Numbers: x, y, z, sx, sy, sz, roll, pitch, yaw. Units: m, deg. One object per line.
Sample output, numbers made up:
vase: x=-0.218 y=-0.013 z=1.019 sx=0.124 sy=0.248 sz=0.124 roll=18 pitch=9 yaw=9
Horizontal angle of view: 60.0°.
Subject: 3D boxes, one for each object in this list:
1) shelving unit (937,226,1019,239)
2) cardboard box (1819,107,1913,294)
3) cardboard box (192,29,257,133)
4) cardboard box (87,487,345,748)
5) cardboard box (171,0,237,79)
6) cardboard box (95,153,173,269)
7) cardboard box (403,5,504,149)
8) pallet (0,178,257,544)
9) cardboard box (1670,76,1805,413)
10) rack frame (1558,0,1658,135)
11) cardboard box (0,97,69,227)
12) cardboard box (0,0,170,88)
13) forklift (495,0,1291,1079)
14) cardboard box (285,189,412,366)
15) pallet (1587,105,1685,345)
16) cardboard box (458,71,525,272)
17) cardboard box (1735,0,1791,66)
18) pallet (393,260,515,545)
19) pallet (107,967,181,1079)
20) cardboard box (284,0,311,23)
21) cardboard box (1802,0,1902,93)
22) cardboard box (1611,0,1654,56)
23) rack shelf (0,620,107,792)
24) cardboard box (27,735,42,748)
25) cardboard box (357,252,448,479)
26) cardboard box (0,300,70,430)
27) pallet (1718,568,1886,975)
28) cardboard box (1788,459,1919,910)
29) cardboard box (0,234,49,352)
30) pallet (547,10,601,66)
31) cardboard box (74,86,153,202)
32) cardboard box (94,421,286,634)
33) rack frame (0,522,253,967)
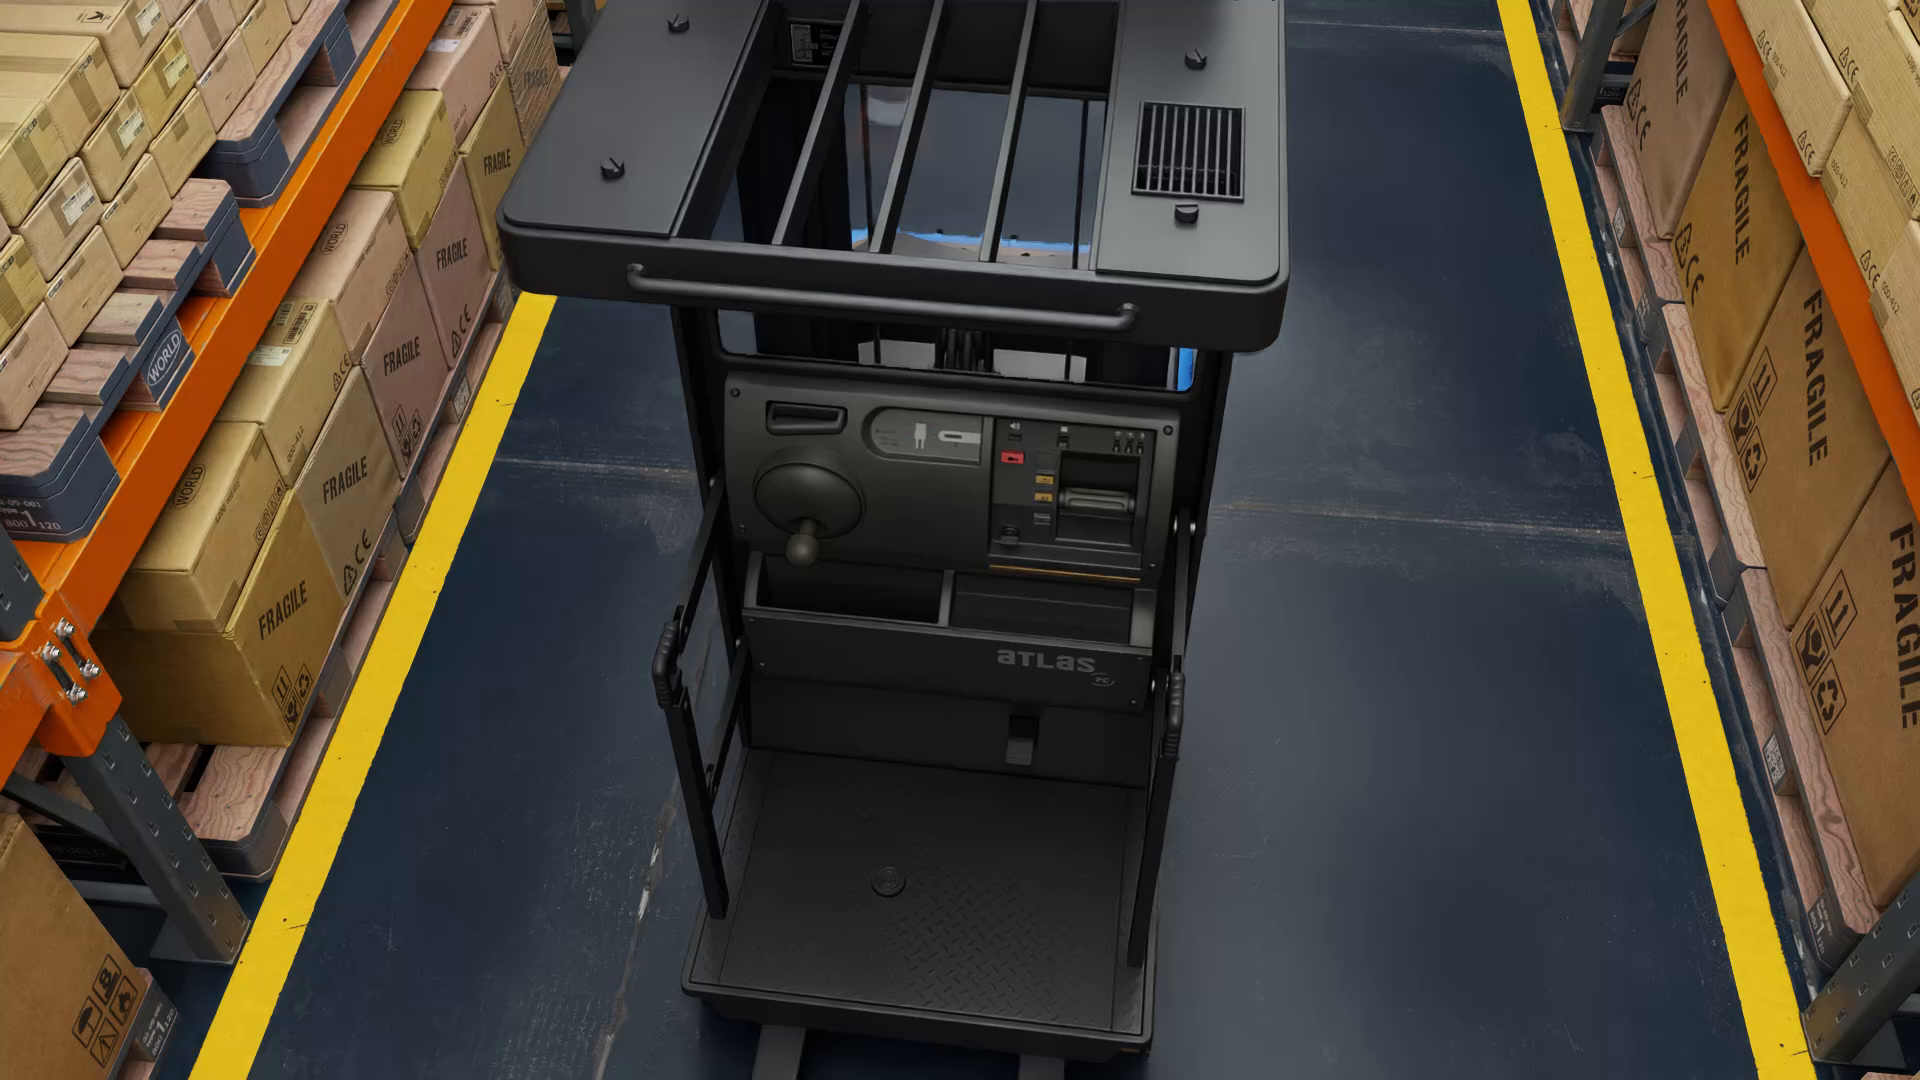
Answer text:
shelving unit: x=0.040 y=-0.529 z=5.124 sx=0.258 sy=0.900 sz=0.210 roll=5 pitch=48 yaw=5
cardboard box: x=2.471 y=-0.826 z=4.074 sx=0.500 sy=0.250 sz=0.500 roll=3 pitch=48 yaw=3
cardboard box: x=-2.013 y=-1.162 z=4.166 sx=0.380 sy=0.149 sz=0.250 roll=5 pitch=48 yaw=5
cardboard box: x=-2.030 y=0.199 z=4.445 sx=0.500 sy=0.500 sz=0.500 roll=2 pitch=48 yaw=2
cardboard box: x=-2.014 y=-1.264 z=4.057 sx=0.380 sy=0.149 sz=0.250 roll=4 pitch=48 yaw=4
cardboard box: x=-2.058 y=-0.768 z=3.805 sx=0.380 sy=0.149 sz=0.250 roll=6 pitch=48 yaw=5
cardboard box: x=-1.860 y=-1.550 z=5.536 sx=0.500 sy=0.250 sz=0.500 roll=6 pitch=48 yaw=5
pallet: x=-2.389 y=-0.467 z=3.774 sx=1.213 sy=0.211 sz=1.003 roll=4 pitch=48 yaw=4
cardboard box: x=2.904 y=-0.981 z=5.269 sx=0.875 sy=0.875 sz=0.875 roll=5 pitch=48 yaw=5
rack frame: x=2.955 y=-2.681 z=5.670 sx=1.000 sy=3.000 sz=0.127 roll=4 pitch=48 yaw=4
cardboard box: x=-2.091 y=-0.783 z=3.415 sx=0.380 sy=0.149 sz=0.250 roll=3 pitch=48 yaw=2
cardboard box: x=-2.040 y=-1.157 z=3.758 sx=0.380 sy=0.149 sz=0.250 roll=2 pitch=48 yaw=2
forklift: x=-0.049 y=-0.016 z=3.278 sx=1.130 sy=2.935 sz=3.031 roll=5 pitch=48 yaw=5
cardboard box: x=-1.940 y=-0.778 z=4.830 sx=0.500 sy=0.250 sz=0.500 roll=4 pitch=48 yaw=4
pallet: x=2.960 y=-1.168 z=6.175 sx=1.003 sy=0.211 sz=1.213 roll=4 pitch=48 yaw=4
cardboard box: x=-1.847 y=-1.300 z=5.816 sx=0.500 sy=0.500 sz=0.500 roll=3 pitch=48 yaw=3
cardboard box: x=2.544 y=-1.569 z=4.754 sx=0.500 sy=0.250 sz=0.500 roll=4 pitch=48 yaw=3
pallet: x=-2.162 y=-0.528 z=5.590 sx=1.003 sy=0.211 sz=1.213 roll=4 pitch=48 yaw=4
pallet: x=-2.495 y=1.515 z=3.721 sx=1.003 sy=0.211 sz=1.213 roll=4 pitch=48 yaw=4
cardboard box: x=-1.962 y=-1.538 z=4.510 sx=0.380 sy=0.149 sz=0.250 roll=2 pitch=48 yaw=2
cardboard box: x=2.498 y=-1.369 z=4.232 sx=0.500 sy=0.250 sz=0.500 roll=3 pitch=48 yaw=2
cardboard box: x=3.119 y=-2.412 z=6.875 sx=0.875 sy=0.438 sz=0.875 roll=3 pitch=48 yaw=3
rack shelf: x=-2.530 y=1.712 z=2.139 sx=1.077 sy=0.370 sz=4.000 roll=4 pitch=48 yaw=4
cardboard box: x=-2.548 y=0.200 z=4.444 sx=0.500 sy=0.500 sz=0.500 roll=4 pitch=48 yaw=3
cardboard box: x=-1.945 y=-0.548 z=5.128 sx=0.500 sy=0.500 sz=0.500 roll=3 pitch=48 yaw=3
cardboard box: x=-2.106 y=-0.373 z=3.444 sx=0.380 sy=0.149 sz=0.250 roll=3 pitch=48 yaw=3
pallet: x=2.738 y=0.625 z=4.535 sx=1.003 sy=0.211 sz=1.213 roll=4 pitch=48 yaw=4
cardboard box: x=2.736 y=0.331 z=4.069 sx=0.875 sy=0.875 sz=0.875 roll=3 pitch=48 yaw=3
cardboard box: x=-2.104 y=-0.499 z=3.358 sx=0.380 sy=0.149 sz=0.250 roll=6 pitch=48 yaw=5
pallet: x=-1.958 y=-2.495 z=7.389 sx=1.003 sy=0.211 sz=1.213 roll=4 pitch=48 yaw=4
cardboard box: x=-2.060 y=-0.895 z=3.720 sx=0.380 sy=0.149 sz=0.250 roll=3 pitch=48 yaw=2
cardboard box: x=-2.044 y=-0.042 z=4.157 sx=0.500 sy=0.250 sz=0.500 roll=2 pitch=48 yaw=2
rack frame: x=-2.348 y=-0.001 z=3.218 sx=1.000 sy=3.000 sz=0.127 roll=4 pitch=48 yaw=4
